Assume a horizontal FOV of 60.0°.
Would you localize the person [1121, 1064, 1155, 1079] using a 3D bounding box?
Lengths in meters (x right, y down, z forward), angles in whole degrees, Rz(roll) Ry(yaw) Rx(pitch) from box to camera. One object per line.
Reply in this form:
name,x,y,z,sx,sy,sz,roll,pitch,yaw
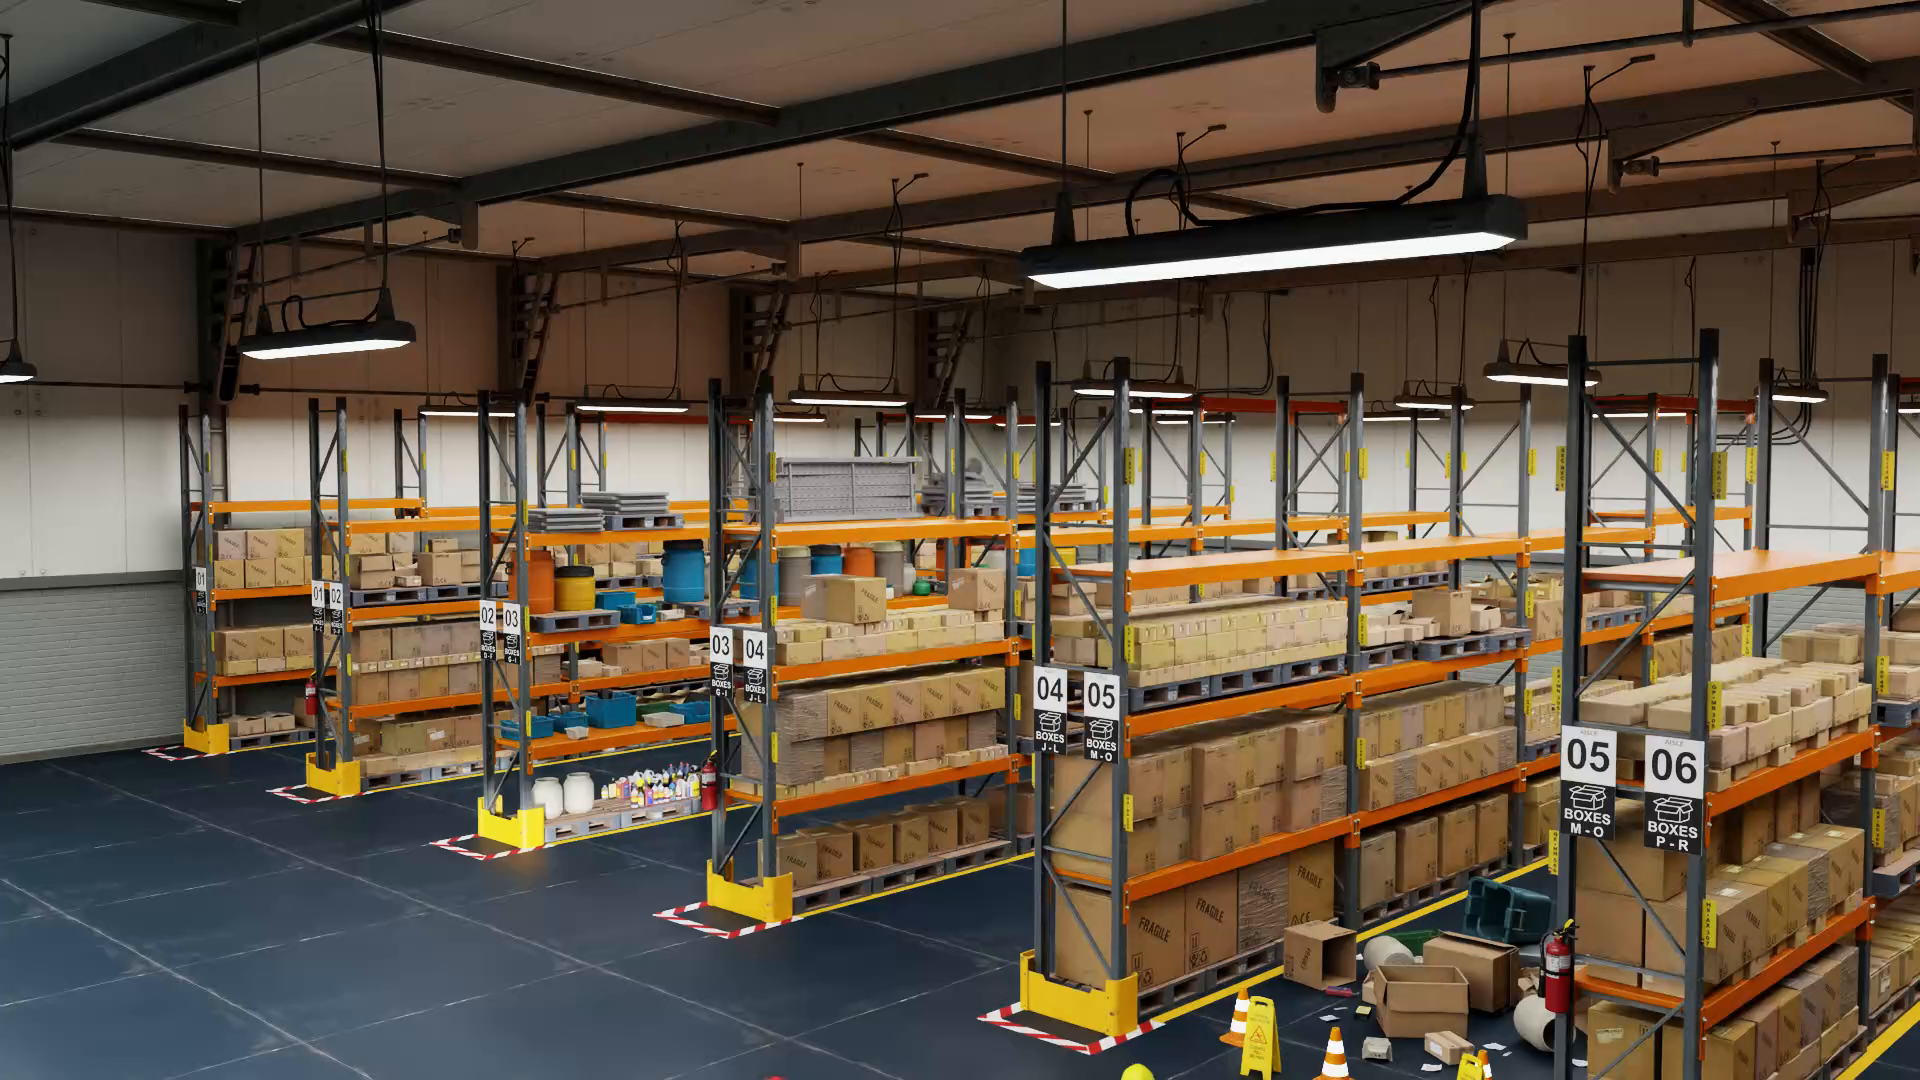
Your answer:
person,1.002,3.803,9.447,0.734,1.774,0.998,0,3,2
